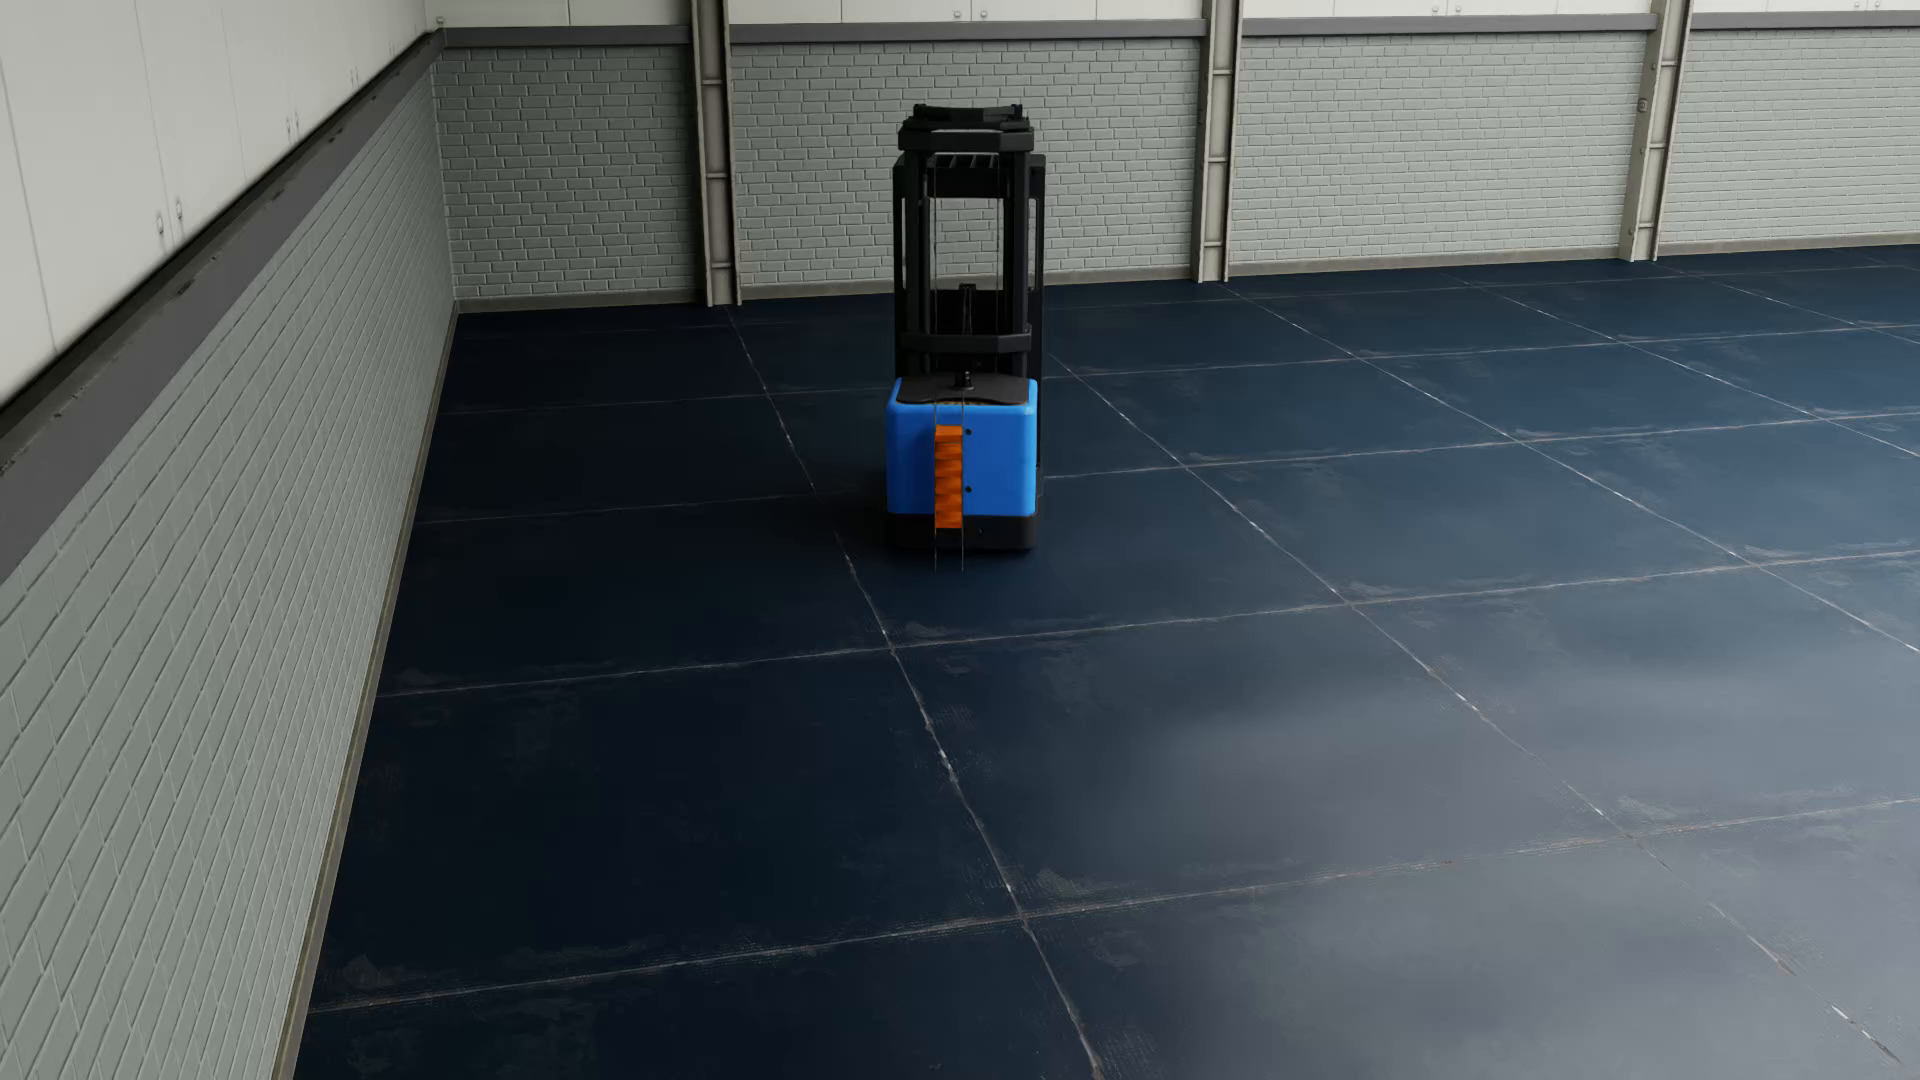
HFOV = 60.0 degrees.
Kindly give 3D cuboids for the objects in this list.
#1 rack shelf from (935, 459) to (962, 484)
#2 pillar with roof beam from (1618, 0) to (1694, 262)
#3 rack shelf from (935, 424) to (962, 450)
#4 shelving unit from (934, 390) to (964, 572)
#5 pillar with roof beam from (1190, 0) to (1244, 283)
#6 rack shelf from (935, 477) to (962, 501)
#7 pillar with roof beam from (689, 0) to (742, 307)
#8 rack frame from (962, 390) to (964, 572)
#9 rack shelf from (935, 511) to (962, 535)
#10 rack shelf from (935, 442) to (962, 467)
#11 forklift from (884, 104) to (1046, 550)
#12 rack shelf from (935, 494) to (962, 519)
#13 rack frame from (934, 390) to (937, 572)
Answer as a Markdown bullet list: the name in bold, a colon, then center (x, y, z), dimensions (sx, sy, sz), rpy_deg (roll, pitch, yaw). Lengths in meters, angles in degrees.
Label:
- **rack shelf**: center (-0.073, -0.459, 11.105), dimensions (0.180, 0.103, 0.258), rpy_deg (1, 20, 1)
- **pillar with roof beam**: center (9.914, -6.491, 16.452), dimensions (0.400, 9.000, 9.100), rpy_deg (-5, 21, -12)
- **rack shelf**: center (-0.073, -0.685, 11.022), dimensions (0.180, 0.103, 0.258), rpy_deg (1, 20, 1)
- **shelving unit**: center (-0.073, -0.388, 11.131), dimensions (0.189, 1.200, 0.258), rpy_deg (1, 20, 1)
- **pillar with roof beam**: center (4.075, -6.016, 15.155), dimensions (0.400, 9.000, 9.100), rpy_deg (-5, 21, -12)
- **rack shelf**: center (-0.073, -0.347, 11.146), dimensions (0.180, 0.103, 0.258), rpy_deg (1, 20, 1)
- **pillar with roof beam**: center (-1.764, -5.541, 13.859), dimensions (0.400, 9.000, 9.100), rpy_deg (-5, 21, -12)
- **rack frame**: center (0.018, -0.388, 11.128), dimensions (0.006, 1.200, 0.240), rpy_deg (1, 20, 1)
- **rack shelf**: center (-0.073, -0.121, 11.228), dimensions (0.180, 0.103, 0.258), rpy_deg (1, 20, 1)
- **rack shelf**: center (-0.073, -0.572, 11.063), dimensions (0.180, 0.103, 0.258), rpy_deg (1, 20, 1)
- **forklift**: center (0.077, -1.770, 12.385), dimensions (1.130, 2.935, 3.031), rpy_deg (1, 20, 3)
- **rack shelf**: center (-0.073, -0.234, 11.187), dimensions (0.180, 0.103, 0.258), rpy_deg (1, 20, 1)
- **rack frame**: center (-0.165, -0.389, 11.133), dimensions (0.006, 1.200, 0.240), rpy_deg (1, 20, 1)
